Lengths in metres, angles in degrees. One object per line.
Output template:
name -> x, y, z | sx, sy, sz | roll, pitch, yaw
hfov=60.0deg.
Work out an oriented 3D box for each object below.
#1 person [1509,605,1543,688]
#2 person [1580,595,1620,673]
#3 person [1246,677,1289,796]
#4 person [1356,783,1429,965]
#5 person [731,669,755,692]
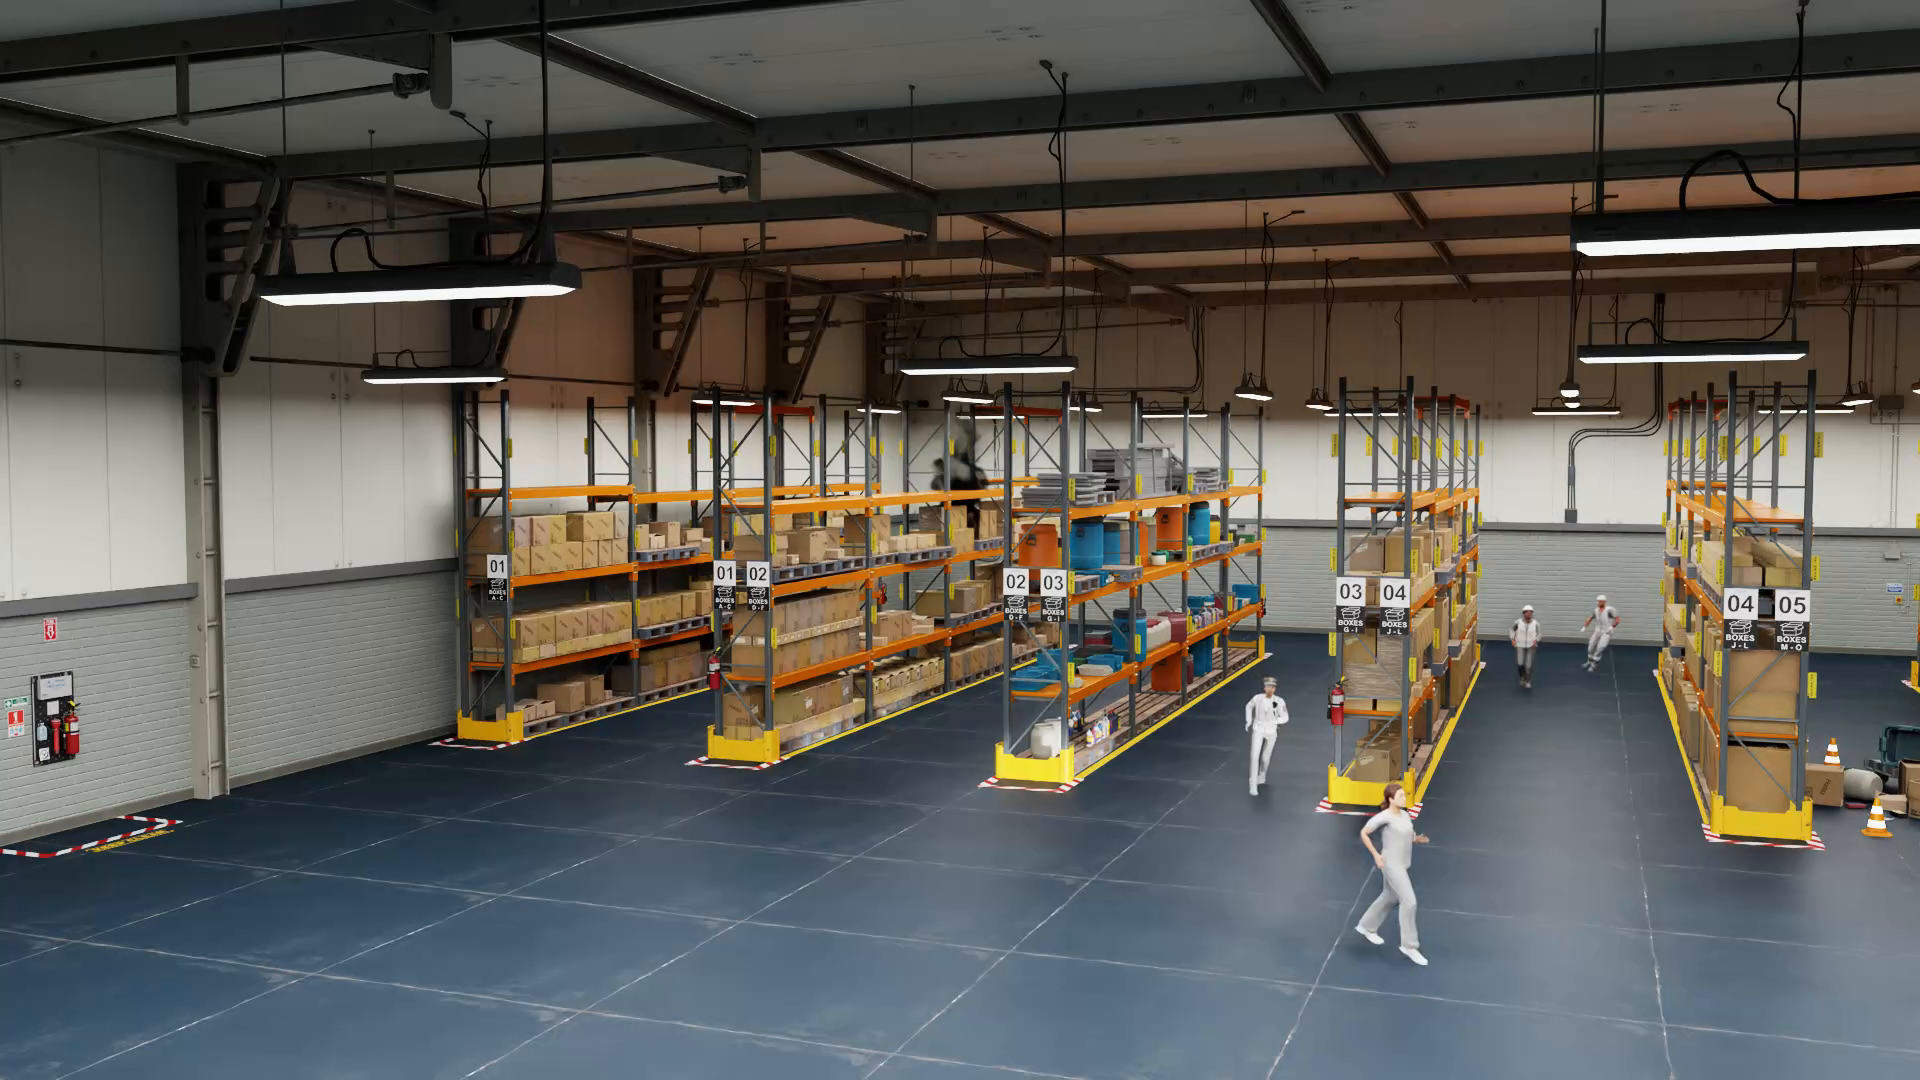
person -> 11.763, 2.227, 34.568 | 0.669, 1.737, 0.566 | 1, 3, 16
person -> 14.272, 2.085, 37.258 | 0.722, 1.726, 0.922 | -2, 4, -38
person -> 4.478, 2.839, 24.295 | 0.635, 1.716, 0.868 | 1, 3, 14
person -> 4.266, 3.250, 16.388 | 0.830, 1.715, 0.541 | 3, 4, 41
person -> -3.866, 2.454, 30.651 | 0.700, 1.719, 0.625 | 1, 3, 15
